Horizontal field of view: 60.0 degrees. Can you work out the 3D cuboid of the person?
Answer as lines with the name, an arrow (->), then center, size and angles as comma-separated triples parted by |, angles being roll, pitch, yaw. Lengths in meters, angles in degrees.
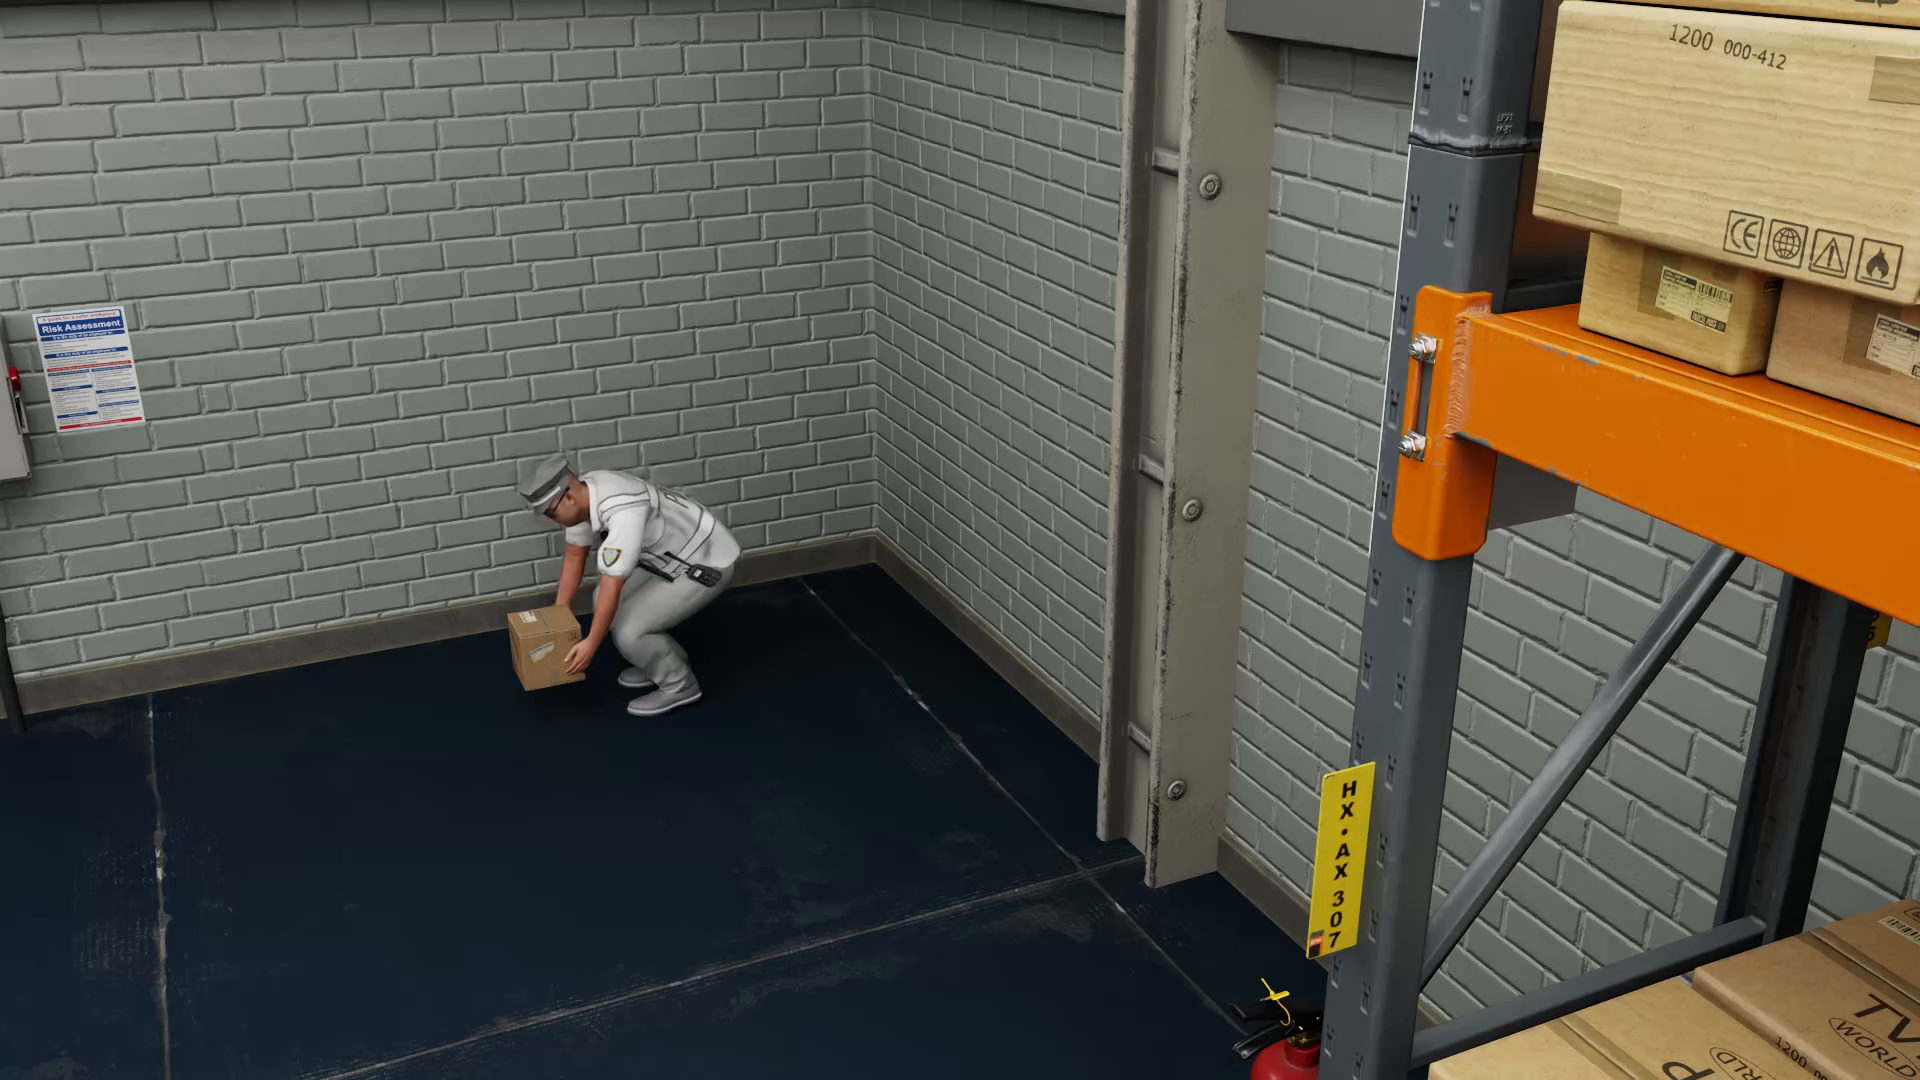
person -> -1.367, 0.158, 6.979 | 0.903, 1.165, 0.577 | -10, 24, -24
